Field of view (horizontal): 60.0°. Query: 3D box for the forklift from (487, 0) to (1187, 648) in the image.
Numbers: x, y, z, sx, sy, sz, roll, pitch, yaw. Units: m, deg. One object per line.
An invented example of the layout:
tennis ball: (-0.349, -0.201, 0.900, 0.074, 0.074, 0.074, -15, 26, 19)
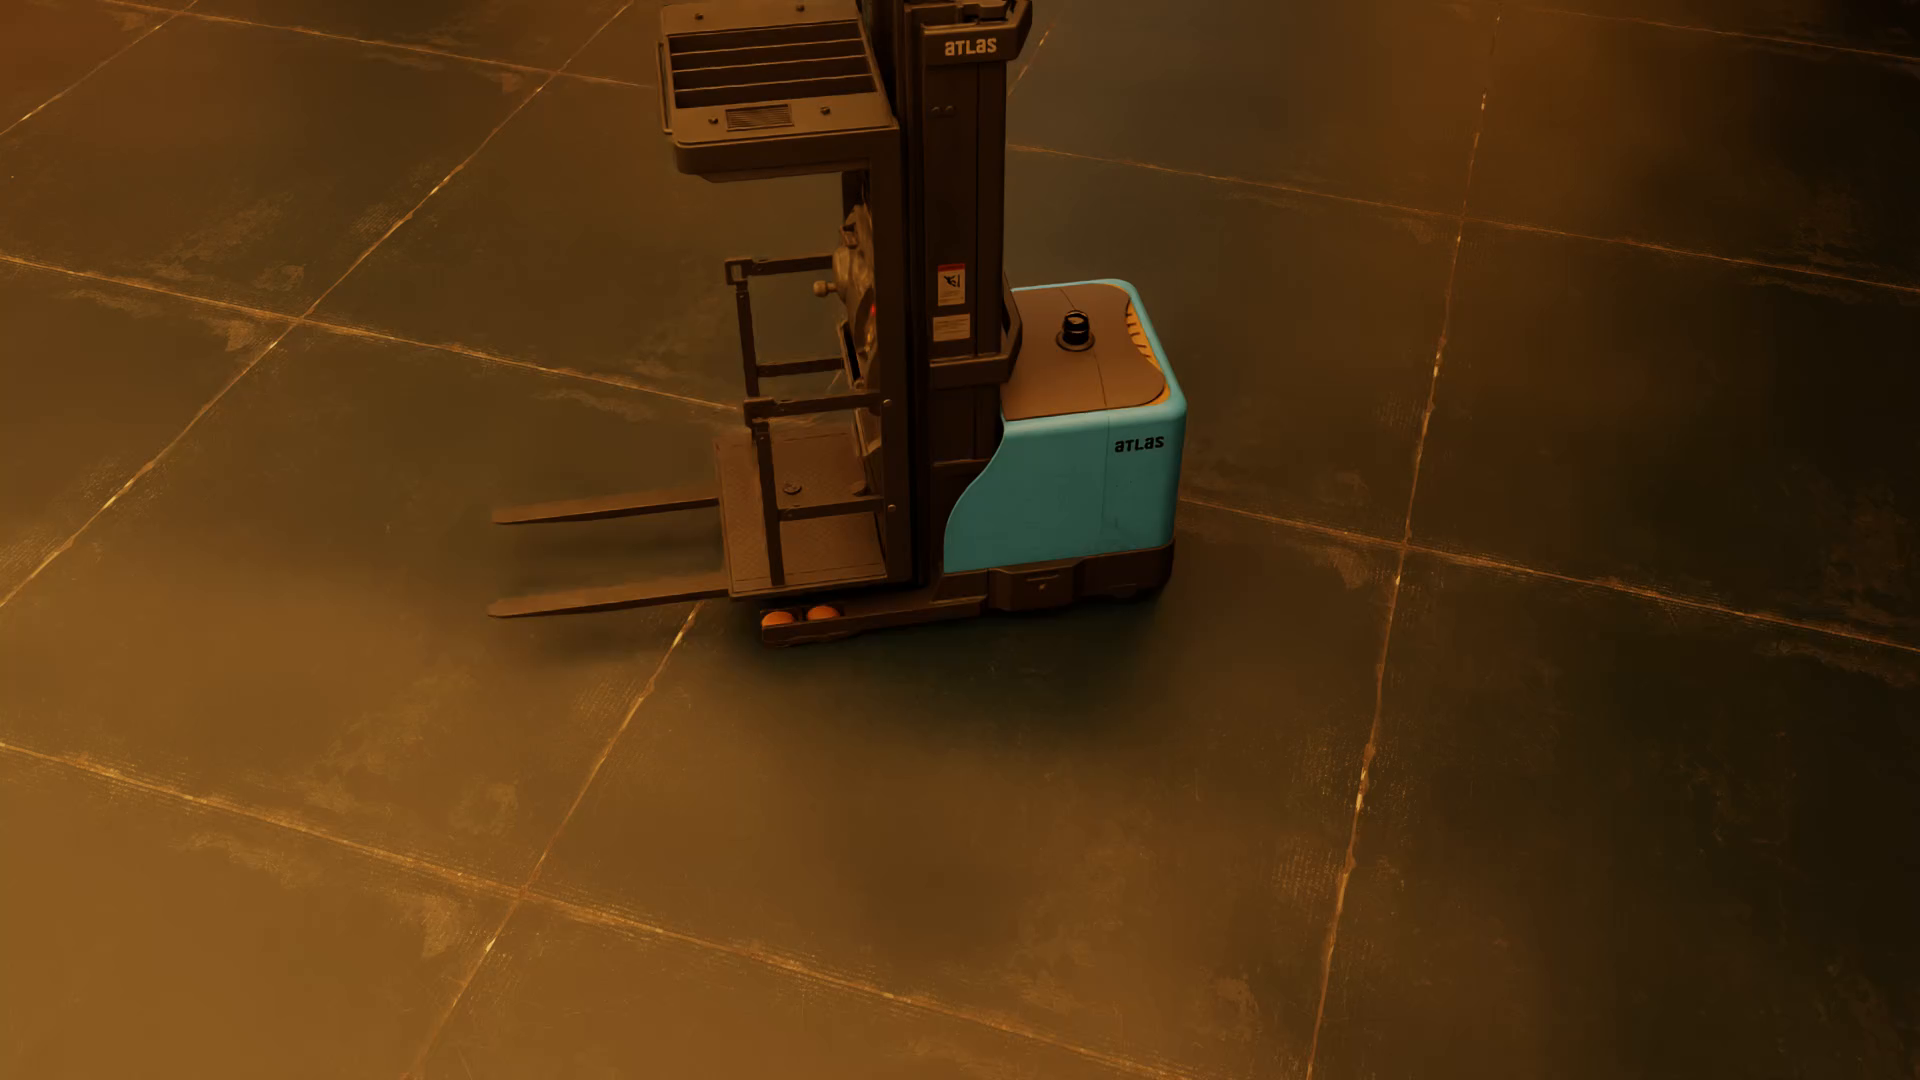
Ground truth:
forklift: (-0.605, -0.989, 6.752, 3.031, 2.935, 1.130, -7, 43, -7)
